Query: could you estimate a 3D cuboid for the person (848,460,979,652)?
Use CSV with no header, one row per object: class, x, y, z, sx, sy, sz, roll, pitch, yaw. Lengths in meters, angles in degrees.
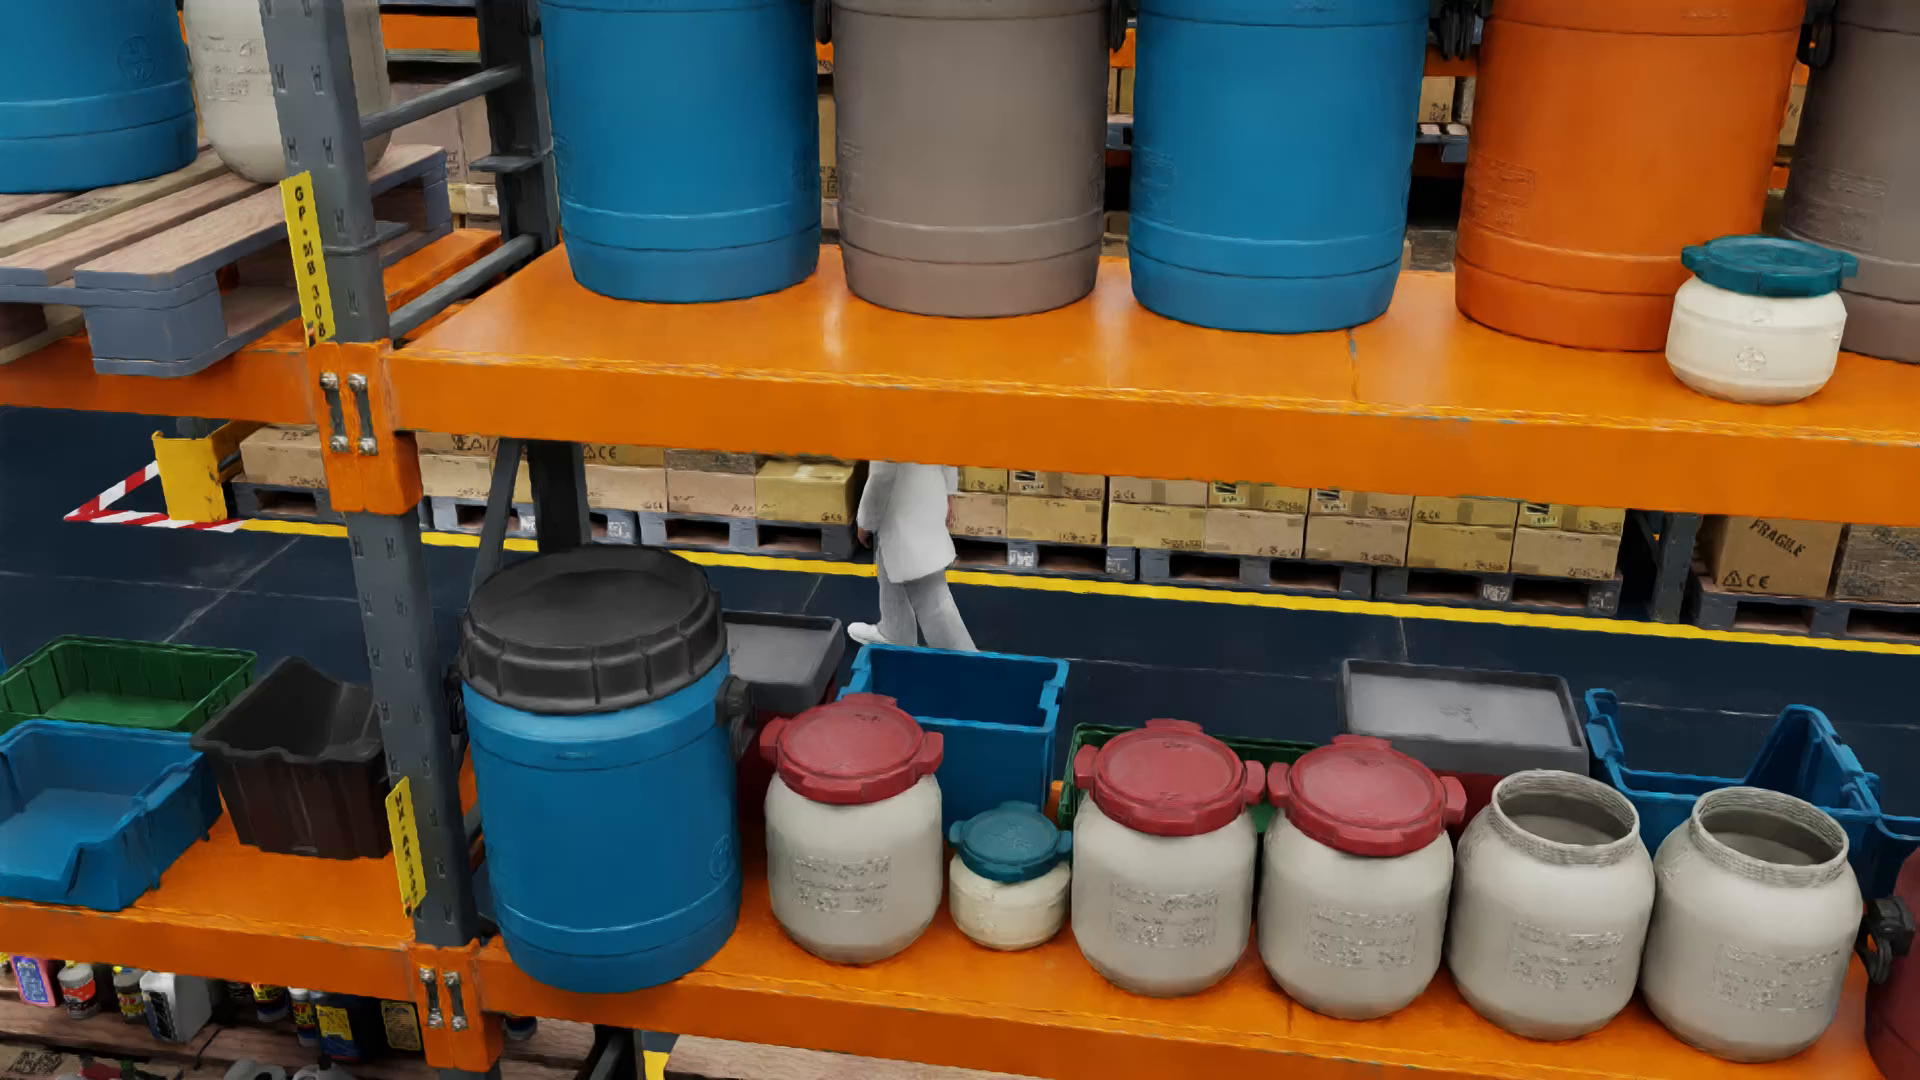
person,-0.218,-0.134,7.447,0.866,1.743,0.623,8,26,17
